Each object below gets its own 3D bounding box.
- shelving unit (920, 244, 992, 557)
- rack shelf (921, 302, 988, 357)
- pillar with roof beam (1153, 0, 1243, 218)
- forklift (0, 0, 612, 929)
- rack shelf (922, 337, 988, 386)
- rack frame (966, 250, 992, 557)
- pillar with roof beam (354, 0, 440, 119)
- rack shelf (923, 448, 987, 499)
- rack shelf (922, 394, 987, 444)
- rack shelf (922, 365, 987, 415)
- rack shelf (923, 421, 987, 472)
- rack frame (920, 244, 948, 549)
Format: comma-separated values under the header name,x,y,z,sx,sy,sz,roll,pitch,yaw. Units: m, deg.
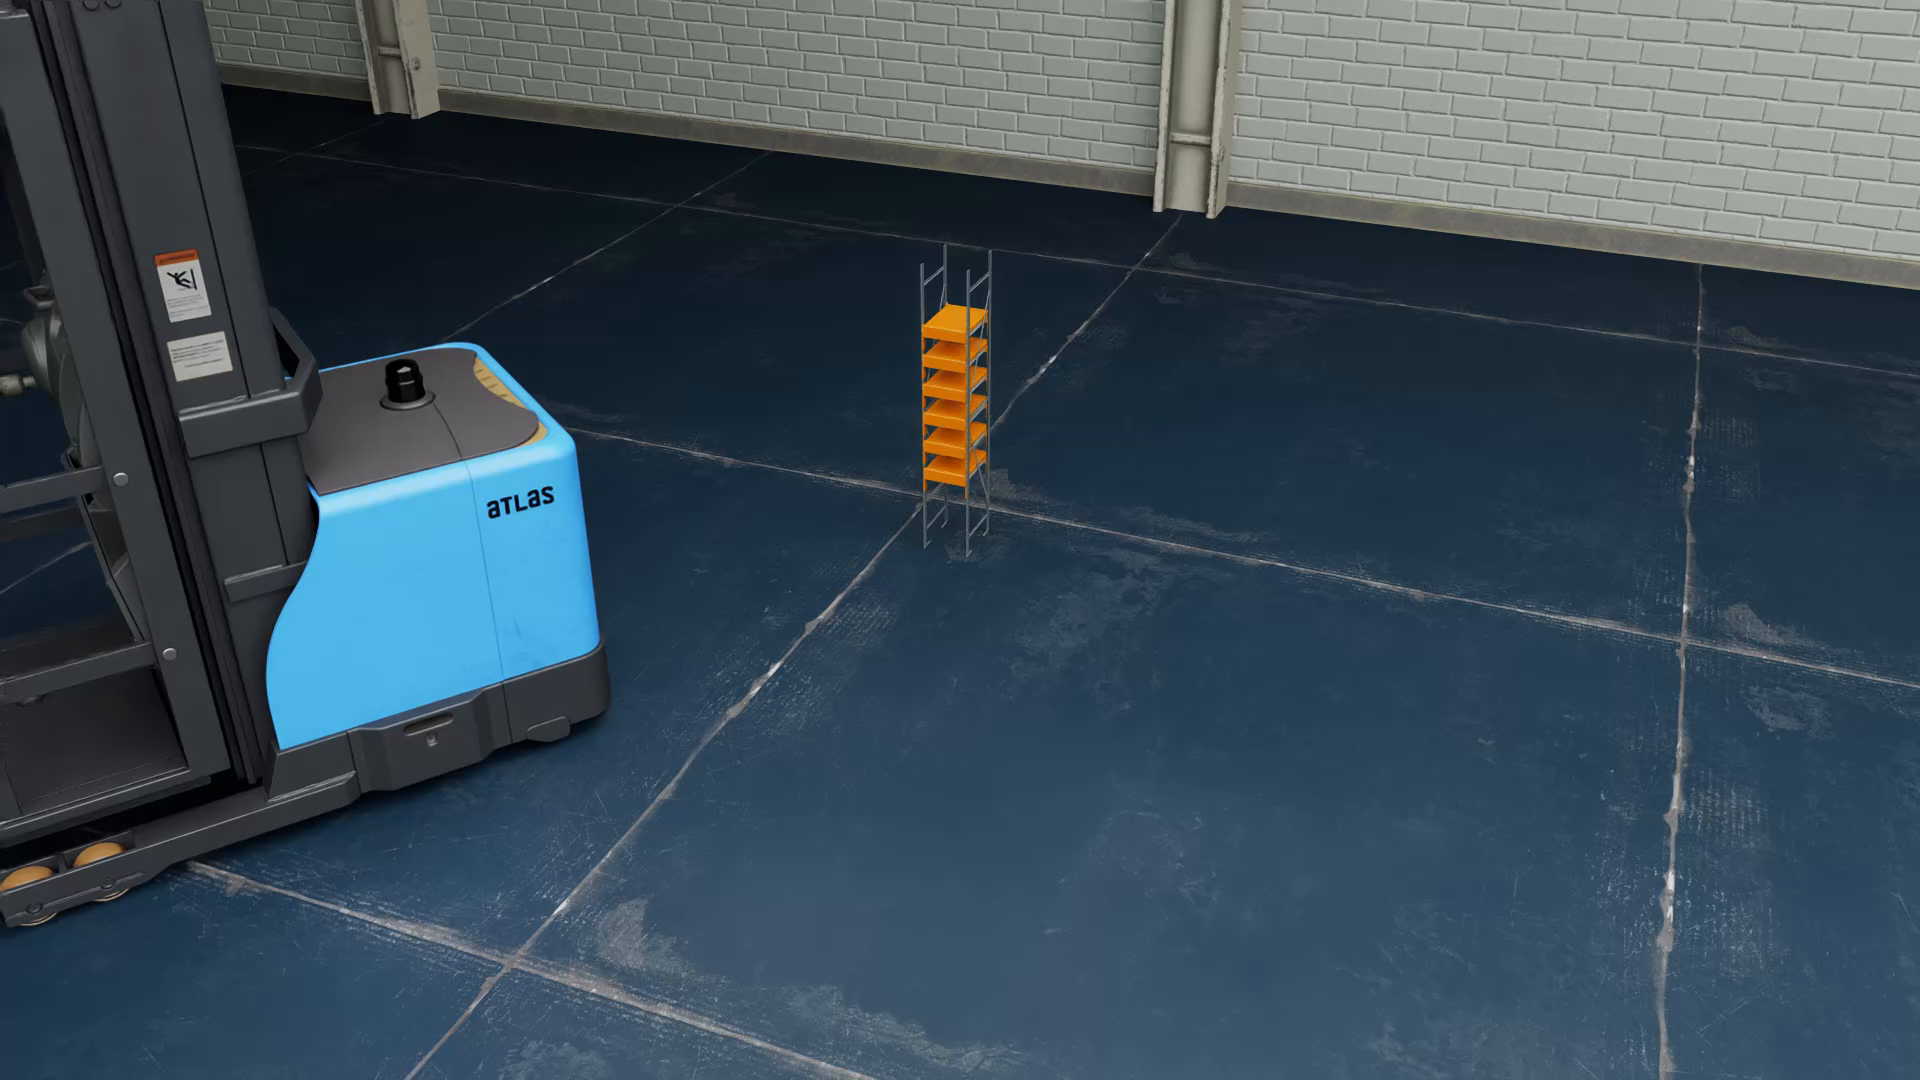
name,x,y,z,sx,sy,sz,roll,pitch,yaw
shelving unit,-0.013,-0.525,6.459,0.189,1.200,0.258,11,31,19
rack shelf,-0.013,-0.800,6.304,0.180,0.103,0.258,11,31,19
pillar with roof beam,-0.175,-4.044,4.760,0.400,9.000,9.100,11,31,19
forklift,-2.700,-0.464,4.593,3.031,2.935,1.130,-17,34,-28
rack shelf,-0.013,-0.695,6.363,0.180,0.103,0.258,11,31,19
rack frame,0.071,-0.508,6.430,0.006,1.200,0.240,11,31,19
pillar with roof beam,-5.735,-5.154,6.724,0.400,9.000,9.100,11,31,19
rack shelf,-0.013,-0.277,6.599,0.180,0.103,0.258,11,31,19
rack shelf,-0.013,-0.486,6.481,0.180,0.103,0.258,11,31,19
rack shelf,-0.013,-0.591,6.422,0.180,0.103,0.258,11,31,19
rack shelf,-0.013,-0.382,6.540,0.180,0.103,0.258,11,31,19
rack frame,-0.098,-0.542,6.489,0.006,1.200,0.240,11,31,19
